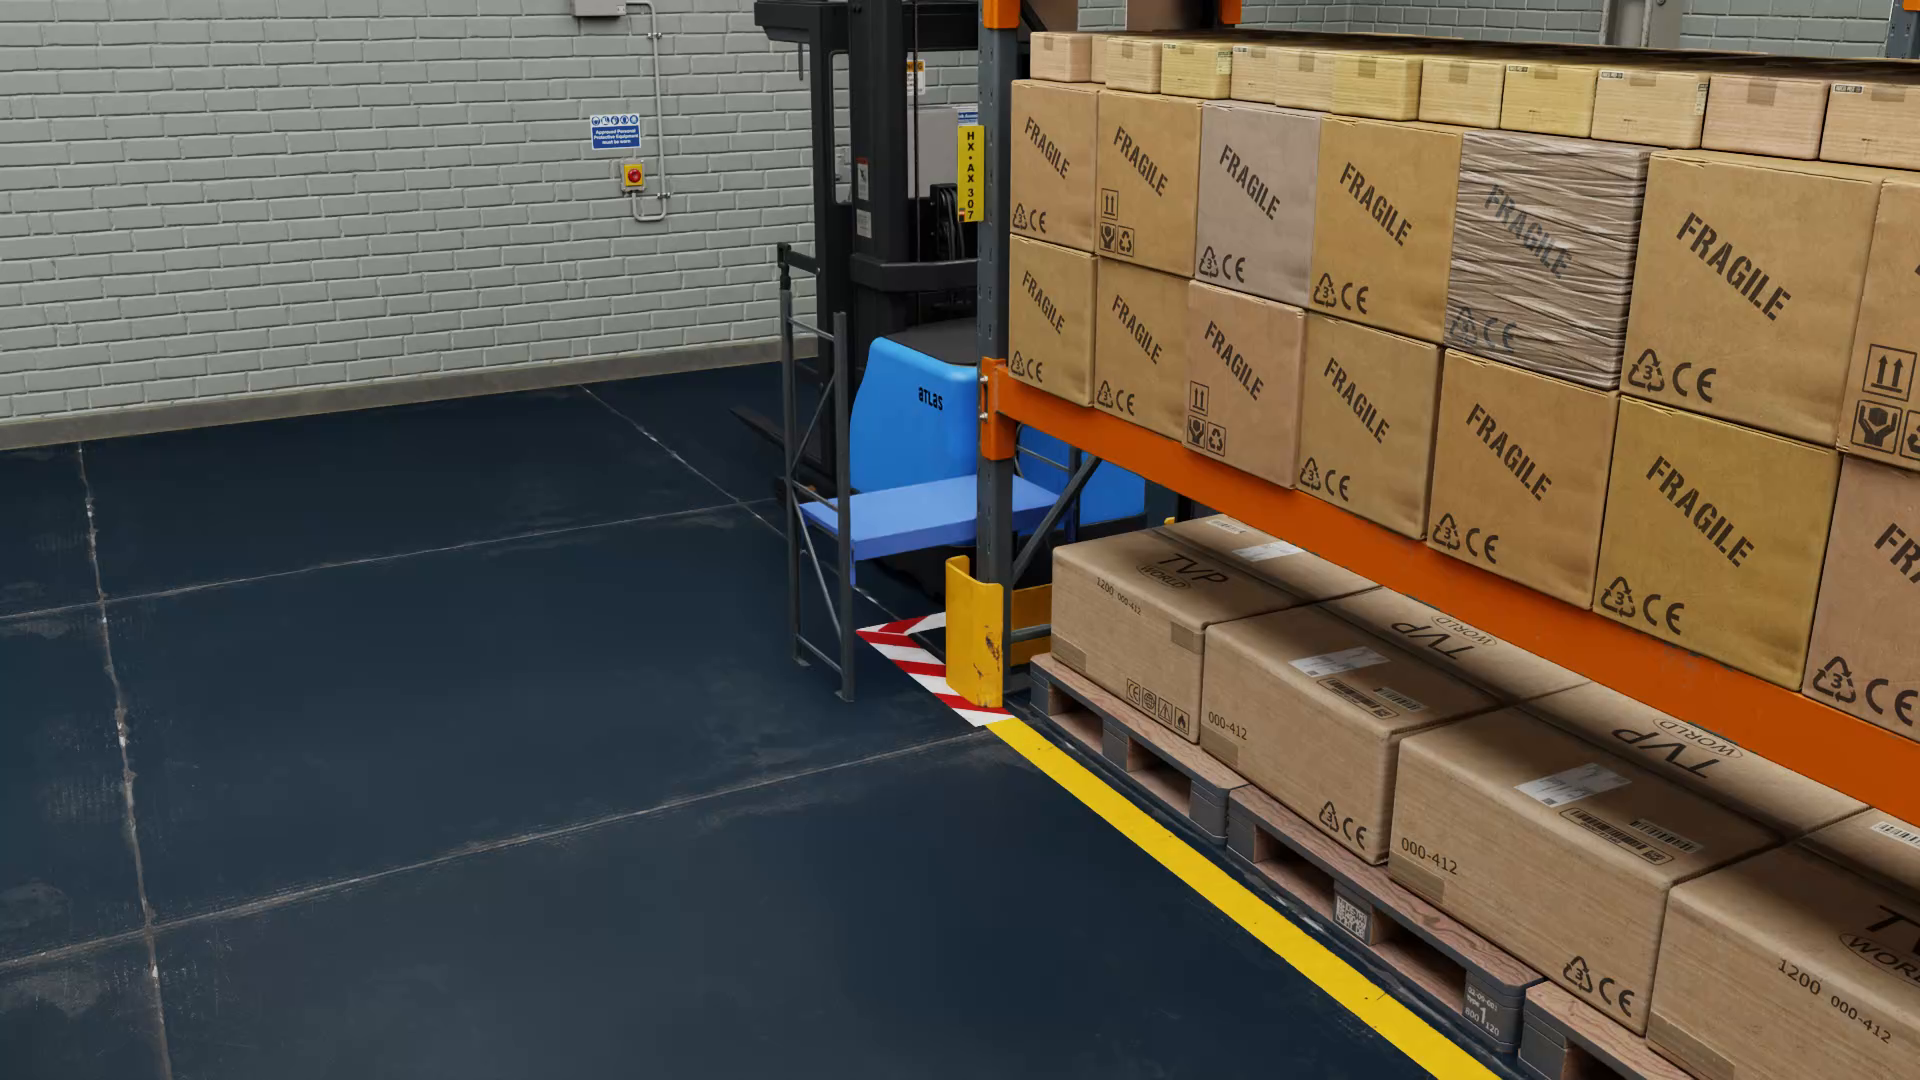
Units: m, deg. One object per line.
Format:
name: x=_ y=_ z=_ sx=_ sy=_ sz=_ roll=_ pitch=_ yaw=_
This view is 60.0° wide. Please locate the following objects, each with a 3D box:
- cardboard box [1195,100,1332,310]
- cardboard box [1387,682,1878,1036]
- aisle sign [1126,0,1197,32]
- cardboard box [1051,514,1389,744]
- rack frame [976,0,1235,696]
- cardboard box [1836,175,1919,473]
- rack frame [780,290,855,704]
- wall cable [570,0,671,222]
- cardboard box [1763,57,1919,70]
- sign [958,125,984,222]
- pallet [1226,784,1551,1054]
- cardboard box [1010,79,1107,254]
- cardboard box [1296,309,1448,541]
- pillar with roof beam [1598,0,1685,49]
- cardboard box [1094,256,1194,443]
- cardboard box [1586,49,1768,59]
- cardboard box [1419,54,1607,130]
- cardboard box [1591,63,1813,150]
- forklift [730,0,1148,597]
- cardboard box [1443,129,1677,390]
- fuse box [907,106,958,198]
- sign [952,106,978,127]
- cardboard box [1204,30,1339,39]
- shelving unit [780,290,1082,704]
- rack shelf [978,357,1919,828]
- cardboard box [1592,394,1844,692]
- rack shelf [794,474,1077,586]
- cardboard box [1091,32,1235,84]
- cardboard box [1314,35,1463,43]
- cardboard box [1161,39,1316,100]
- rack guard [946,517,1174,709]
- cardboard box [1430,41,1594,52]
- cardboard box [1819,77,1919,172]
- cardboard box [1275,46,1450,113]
cardboard box: x=1.009 y=-0.949 z=4.597 sx=0.500 sy=0.500 sz=0.500 roll=-10 pitch=21 yaw=-27
cardboard box: x=1.799 y=0.802 z=4.492 sx=0.875 sy=0.438 sz=0.875 roll=-11 pitch=22 yaw=-28
aisle sign: x=0.768 y=-2.203 z=5.930 sx=0.394 sy=0.787 sz=0.004 roll=-10 pitch=21 yaw=-27
cardboard box: x=0.931 y=0.282 z=6.001 sx=0.875 sy=0.438 sz=0.875 roll=-11 pitch=22 yaw=-28
rack frame: x=0.529 y=-0.905 z=6.155 sx=1.000 sy=3.000 sz=0.127 roll=-10 pitch=21 yaw=-27
cardboard box: x=1.962 y=-0.369 z=2.917 sx=0.500 sy=0.500 sz=0.500 roll=-10 pitch=21 yaw=-27
rack frame: x=-0.539 y=-0.157 z=6.284 sx=0.032 sy=1.500 sz=0.500 roll=-11 pitch=22 yaw=-28
wall cable: x=-2.169 y=-3.015 z=10.665 sx=0.585 sy=1.953 sz=0.123 roll=-10 pitch=21 yaw=-27
cardboard box: x=2.048 y=-1.014 z=3.790 sx=0.380 sy=0.149 sz=0.250 roll=-11 pitch=22 yaw=-28
sign: x=0.038 y=-1.267 z=5.757 sx=0.100 sy=0.325 sz=0.005 roll=-10 pitch=21 yaw=-27
pallet: x=1.553 y=0.980 z=4.967 sx=1.003 sy=0.211 sz=1.213 roll=-10 pitch=21 yaw=-27
cardboard box: x=0.506 y=-1.243 z=5.449 sx=0.500 sy=0.500 sz=0.500 roll=-11 pitch=22 yaw=-28
cardboard box: x=1.247 y=-0.339 z=4.362 sx=0.500 sy=0.500 sz=0.500 roll=-9 pitch=21 yaw=-25
pillar with roof beam: x=0.620 y=-4.758 z=8.123 sx=9.100 sy=9.000 sz=0.400 roll=-10 pitch=21 yaw=-27
cardboard box: x=0.769 y=-0.629 z=5.203 sx=0.500 sy=0.500 sz=0.500 roll=-10 pitch=22 yaw=-27
cardboard box: x=1.800 y=-1.154 z=4.197 sx=0.380 sy=0.149 sz=0.250 roll=-10 pitch=21 yaw=-26
cardboard box: x=1.321 y=-1.067 z=3.946 sx=0.380 sy=0.149 sz=0.250 roll=-10 pitch=21 yaw=-27
cardboard box: x=1.576 y=-0.924 z=3.530 sx=0.380 sy=0.149 sz=0.250 roll=-10 pitch=21 yaw=-27
forklift: x=-0.305 y=-1.563 z=8.168 sx=1.130 sy=2.935 sz=3.031 roll=-10 pitch=22 yaw=-28
cardboard box: x=1.478 y=-0.661 z=3.762 sx=0.500 sy=0.500 sz=0.500 roll=-10 pitch=21 yaw=-26
fuse box: x=-0.251 y=-2.194 z=11.868 sx=0.539 sy=1.711 sz=0.414 roll=-10 pitch=21 yaw=-27
sign: x=0.085 y=-2.895 z=12.067 sx=0.329 sy=0.494 sz=0.001 roll=-10 pitch=21 yaw=-27
cardboard box: x=1.018 y=-1.590 z=5.461 sx=0.380 sy=0.149 sz=0.250 roll=-10 pitch=21 yaw=-26
shelving unit: x=-0.100 y=-0.241 z=6.525 sx=1.048 sy=1.500 sz=0.538 roll=-11 pitch=22 yaw=-28
rack shelf: x=1.479 y=0.009 z=4.609 sx=1.077 sy=0.370 sz=4.000 roll=-10 pitch=21 yaw=-27
cardboard box: x=1.734 y=-0.044 z=3.508 sx=0.500 sy=0.500 sz=0.500 roll=-11 pitch=22 yaw=-28
rack shelf: x=-0.100 y=-0.071 z=6.585 sx=1.000 sy=0.185 sz=0.538 roll=-11 pitch=22 yaw=-28
cardboard box: x=0.641 y=-1.523 z=5.265 sx=0.380 sy=0.149 sz=0.250 roll=-9 pitch=21 yaw=-25
cardboard box: x=1.298 y=-1.451 z=5.056 sx=0.380 sy=0.149 sz=0.250 roll=-9 pitch=21 yaw=-25
cardboard box: x=0.805 y=-1.357 z=4.786 sx=0.380 sy=0.149 sz=0.250 roll=-11 pitch=22 yaw=-28
rack guard: x=0.518 y=0.270 z=6.583 sx=1.175 sy=0.500 sz=0.348 roll=-10 pitch=21 yaw=-27
cardboard box: x=1.530 y=-1.302 z=4.625 sx=0.380 sy=0.149 sz=0.250 roll=-9 pitch=21 yaw=-25
cardboard box: x=1.863 y=-0.788 z=3.136 sx=0.380 sy=0.149 sz=0.250 roll=-10 pitch=21 yaw=-27
cardboard box: x=1.057 y=-1.212 z=4.365 sx=0.380 sy=0.149 sz=0.250 roll=-10 pitch=21 yaw=-26
